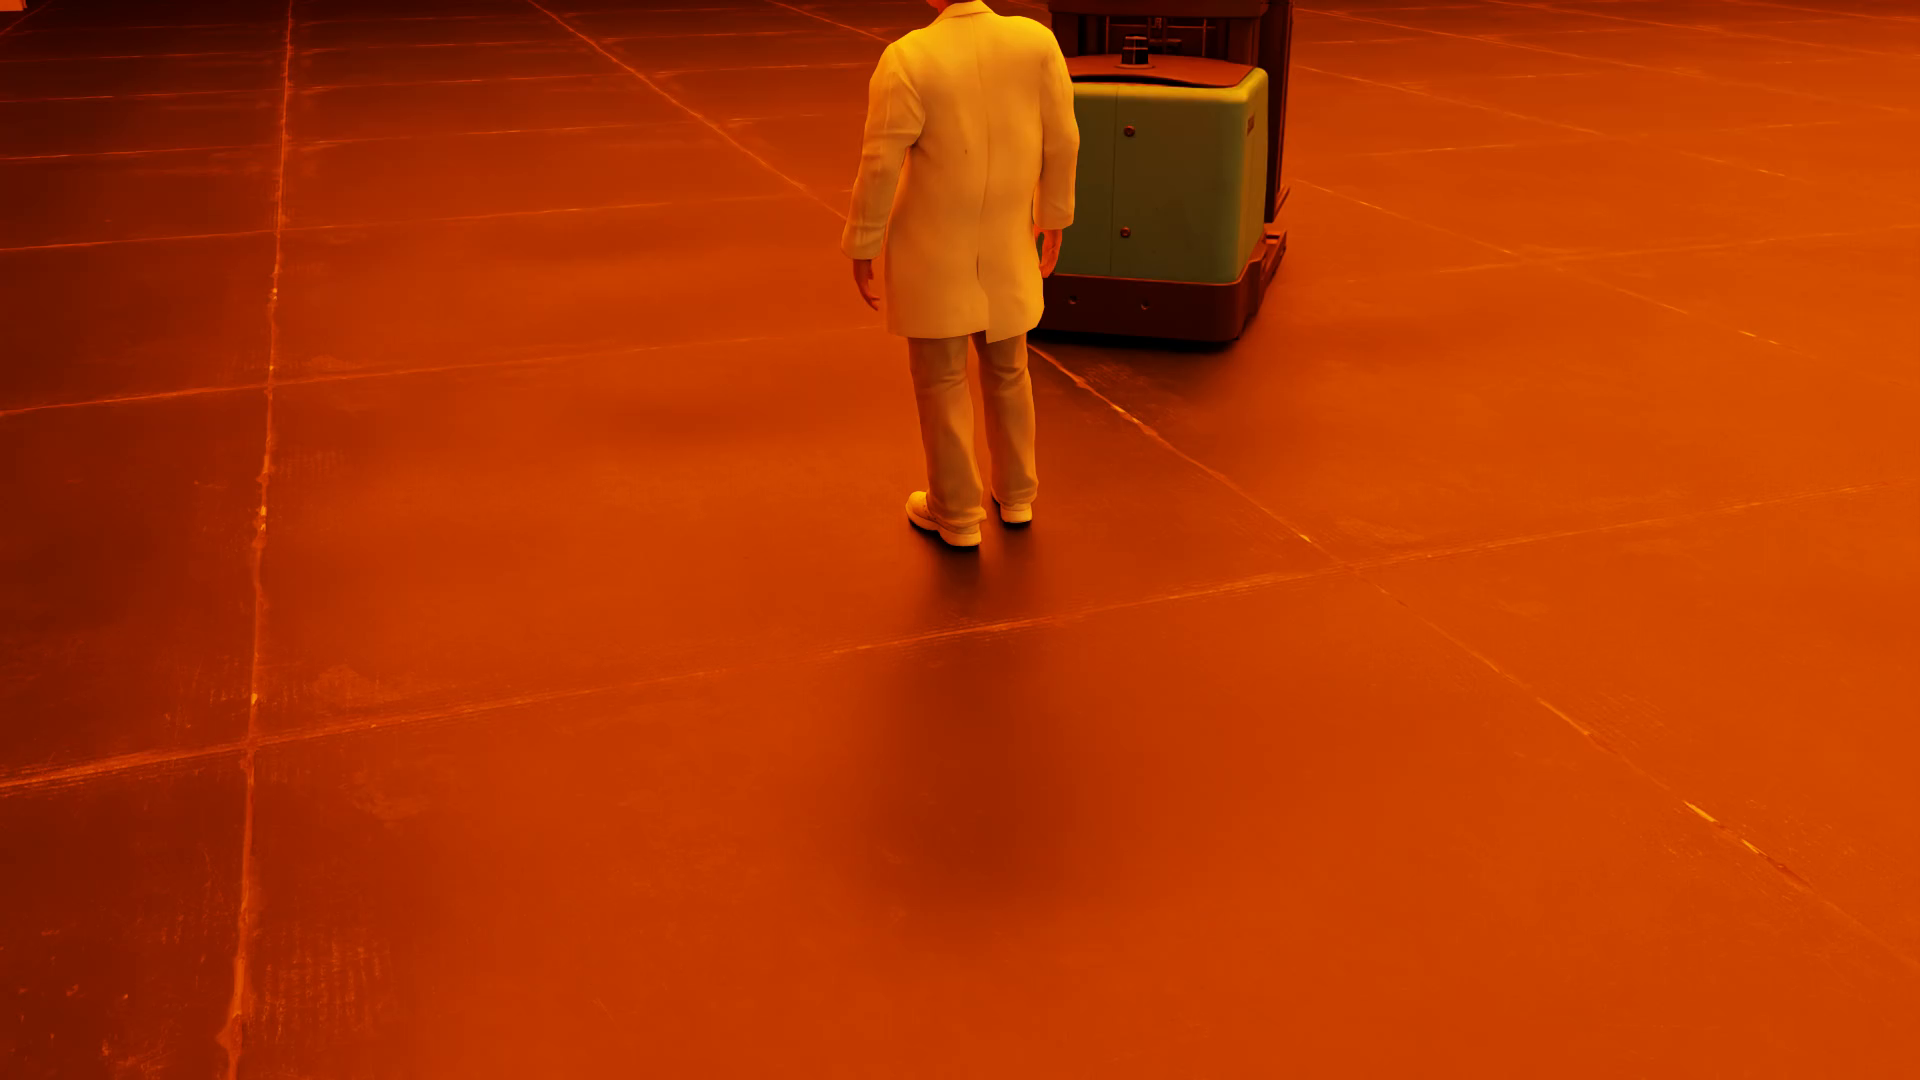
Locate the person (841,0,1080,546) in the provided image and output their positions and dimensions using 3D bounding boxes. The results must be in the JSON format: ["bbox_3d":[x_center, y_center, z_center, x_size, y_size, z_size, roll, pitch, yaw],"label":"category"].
[{"bbox_3d":[-0.026,-0.860,4.812,0.696,1.776,0.581,-8,24,-18],"label":"person"}]

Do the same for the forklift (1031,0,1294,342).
[{"bbox_3d":[1.027,-2.708,7.738,1.130,2.935,3.031,6,24,15],"label":"forklift"}]
